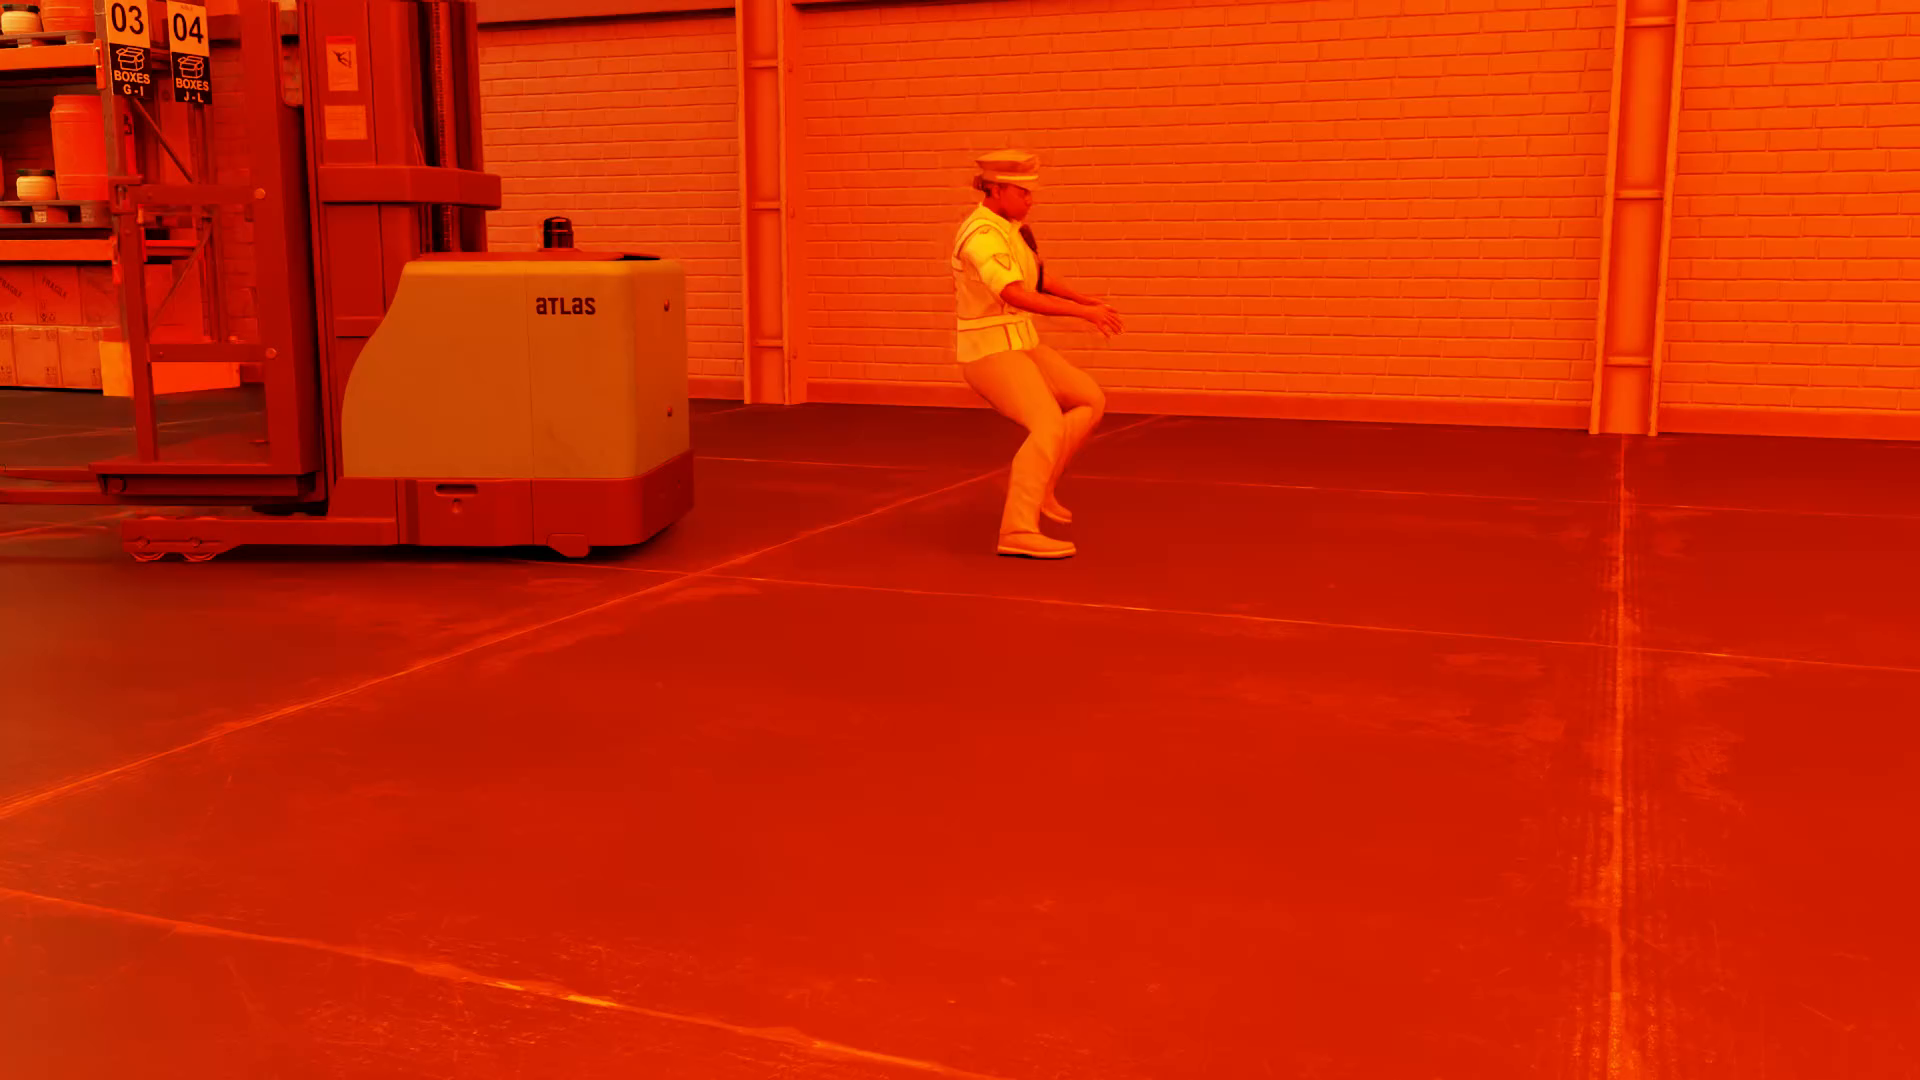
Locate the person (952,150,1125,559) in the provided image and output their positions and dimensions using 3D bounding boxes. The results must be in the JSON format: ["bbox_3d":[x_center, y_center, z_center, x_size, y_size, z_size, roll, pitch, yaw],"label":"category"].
[{"bbox_3d":[0.330,-0.731,6.356,0.715,1.481,0.850,3,10,17],"label":"person"}]

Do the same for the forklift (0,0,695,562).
[{"bbox_3d":[-2.629,-1.452,6.278,3.031,2.935,1.130,0,10,3],"label":"forklift"}]
